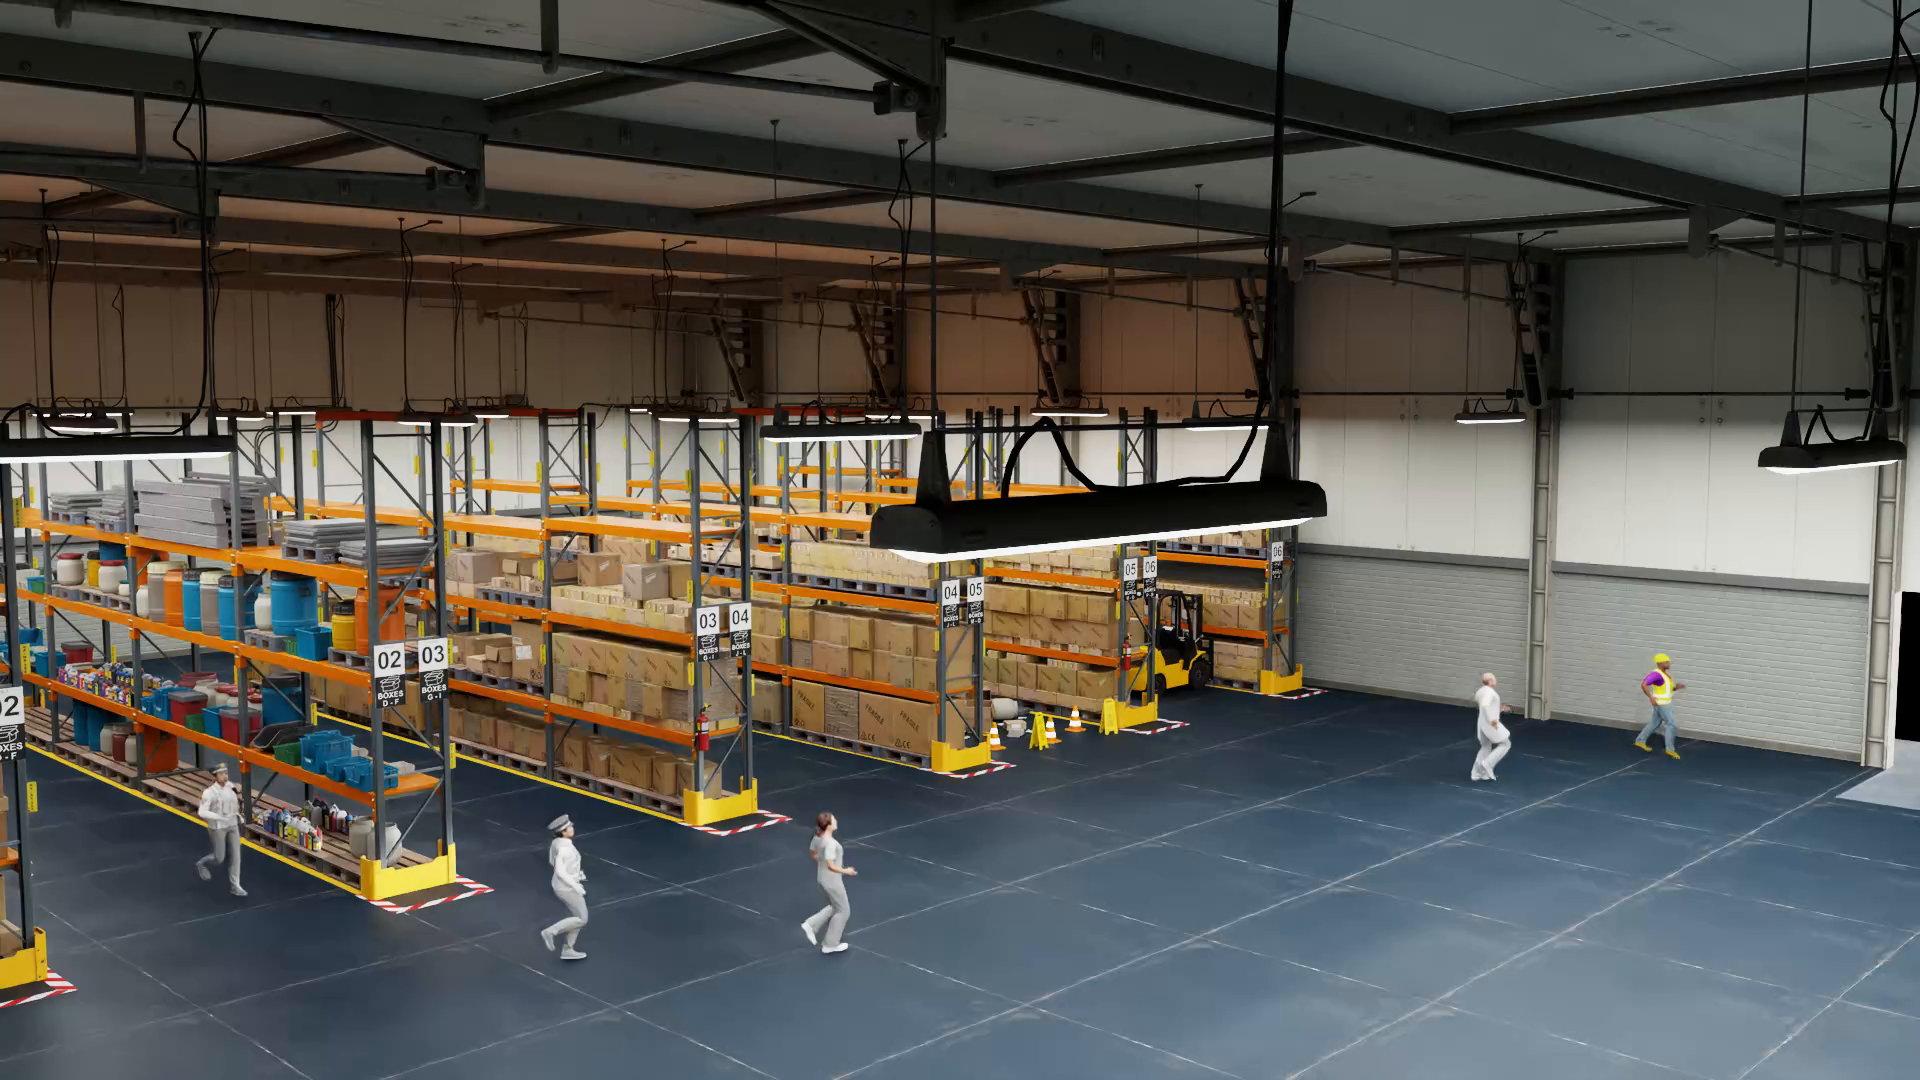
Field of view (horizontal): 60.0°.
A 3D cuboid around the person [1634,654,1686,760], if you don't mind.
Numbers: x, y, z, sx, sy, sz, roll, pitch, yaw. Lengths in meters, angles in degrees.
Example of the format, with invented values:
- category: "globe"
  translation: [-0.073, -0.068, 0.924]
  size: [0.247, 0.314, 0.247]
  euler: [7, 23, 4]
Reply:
- category: "person"
  translation: [12.183, 2.881, 28.936]
  size: [0.807, 1.823, 0.677]
  euler: [3, 6, 29]

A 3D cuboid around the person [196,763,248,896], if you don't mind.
- category: "person"
  translation: [-9.302, 3.623, 20.996]
  size: [0.890, 1.669, 0.618]
  euler: [3, 6, 32]

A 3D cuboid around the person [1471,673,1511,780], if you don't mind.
- category: "person"
  translation: [8.683, 3.039, 27.158]
  size: [0.678, 1.741, 0.696]
  euler: [-1, 5, -11]

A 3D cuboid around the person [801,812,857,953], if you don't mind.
- category: "person"
  translation: [-1.481, 3.857, 18.768]
  size: [0.578, 1.618, 0.561]
  euler: [-2, 6, -25]

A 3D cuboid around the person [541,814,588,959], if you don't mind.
- category: "person"
  translation: [-4.420, 3.873, 18.525]
  size: [0.555, 1.657, 0.615]
  euler: [-2, 6, -25]
